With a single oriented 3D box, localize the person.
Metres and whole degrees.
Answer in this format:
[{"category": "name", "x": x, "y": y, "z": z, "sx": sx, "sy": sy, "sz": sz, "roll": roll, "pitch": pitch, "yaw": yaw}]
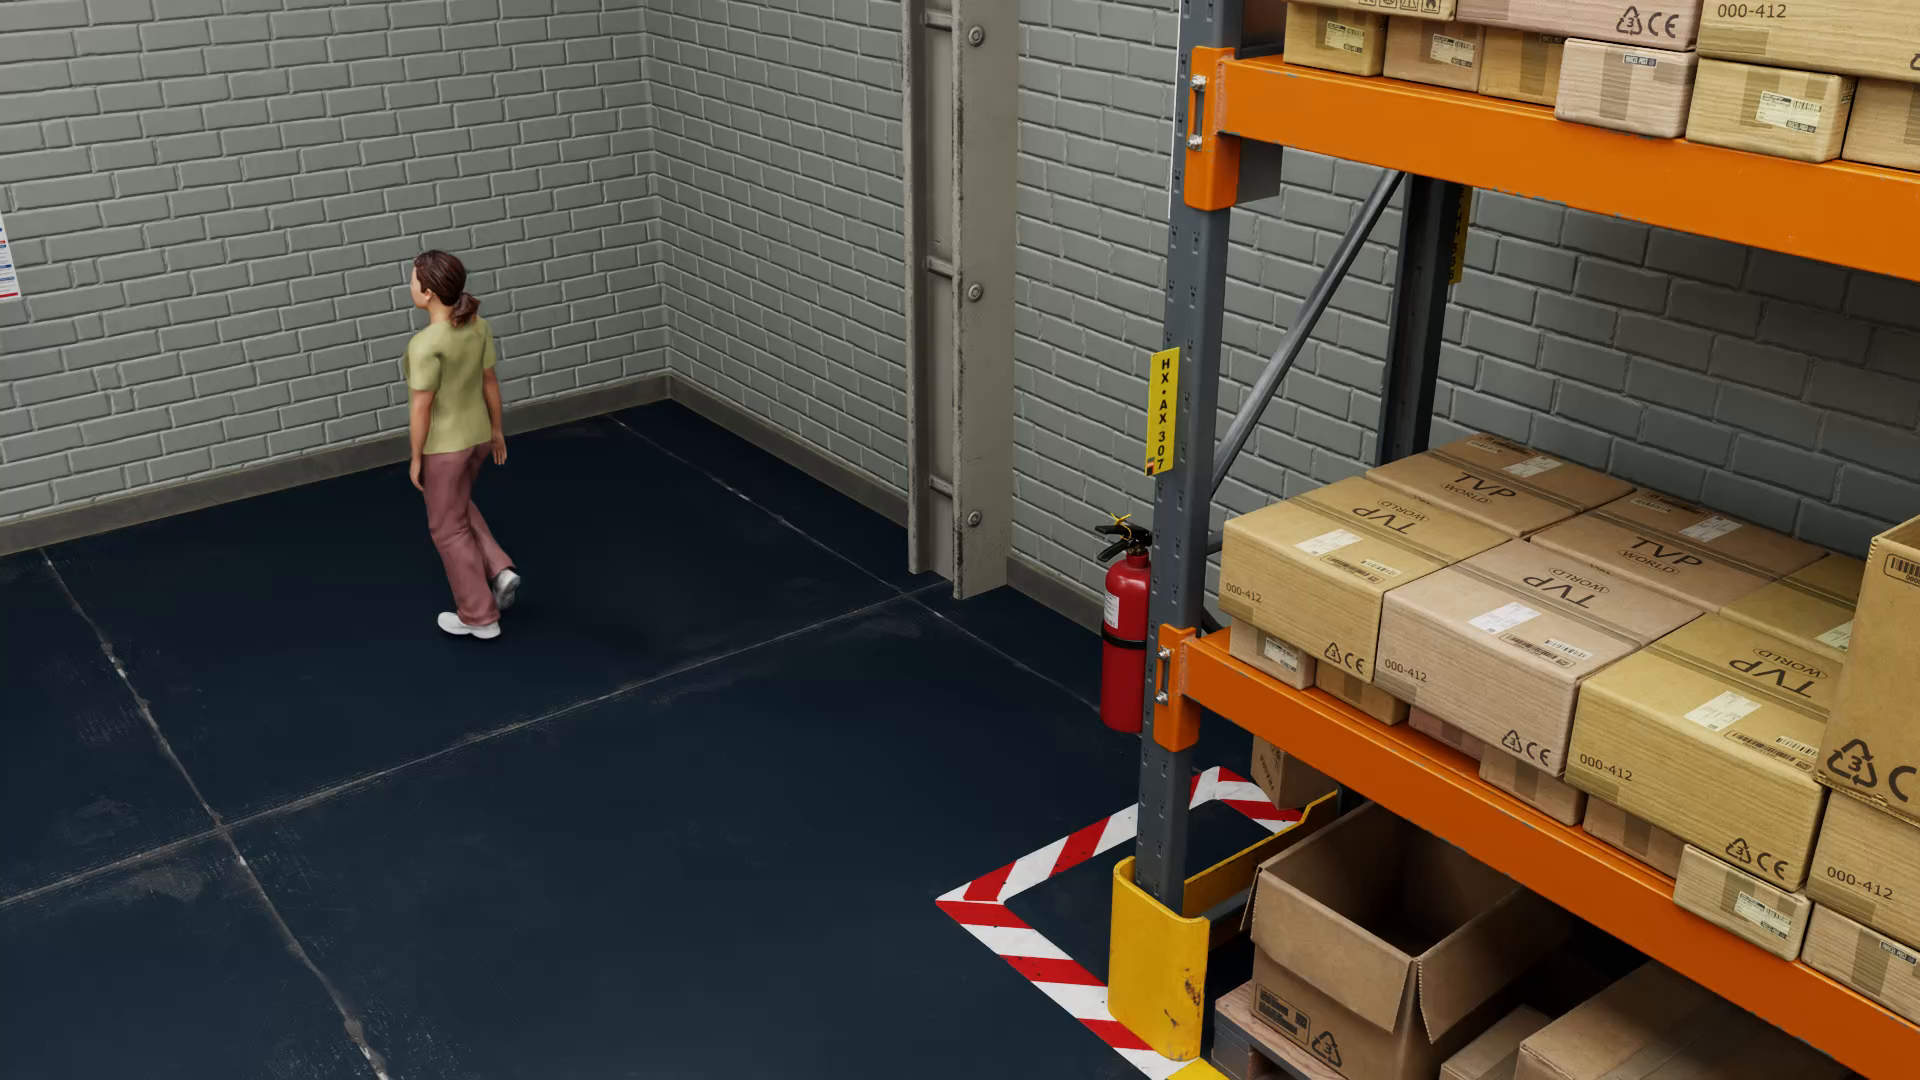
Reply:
[{"category": "person", "x": -2.121, "y": -0.381, "z": 6.881, "sx": 0.460, "sy": 1.660, "sz": 0.462, "roll": 10, "pitch": 27, "yaw": 21}]
